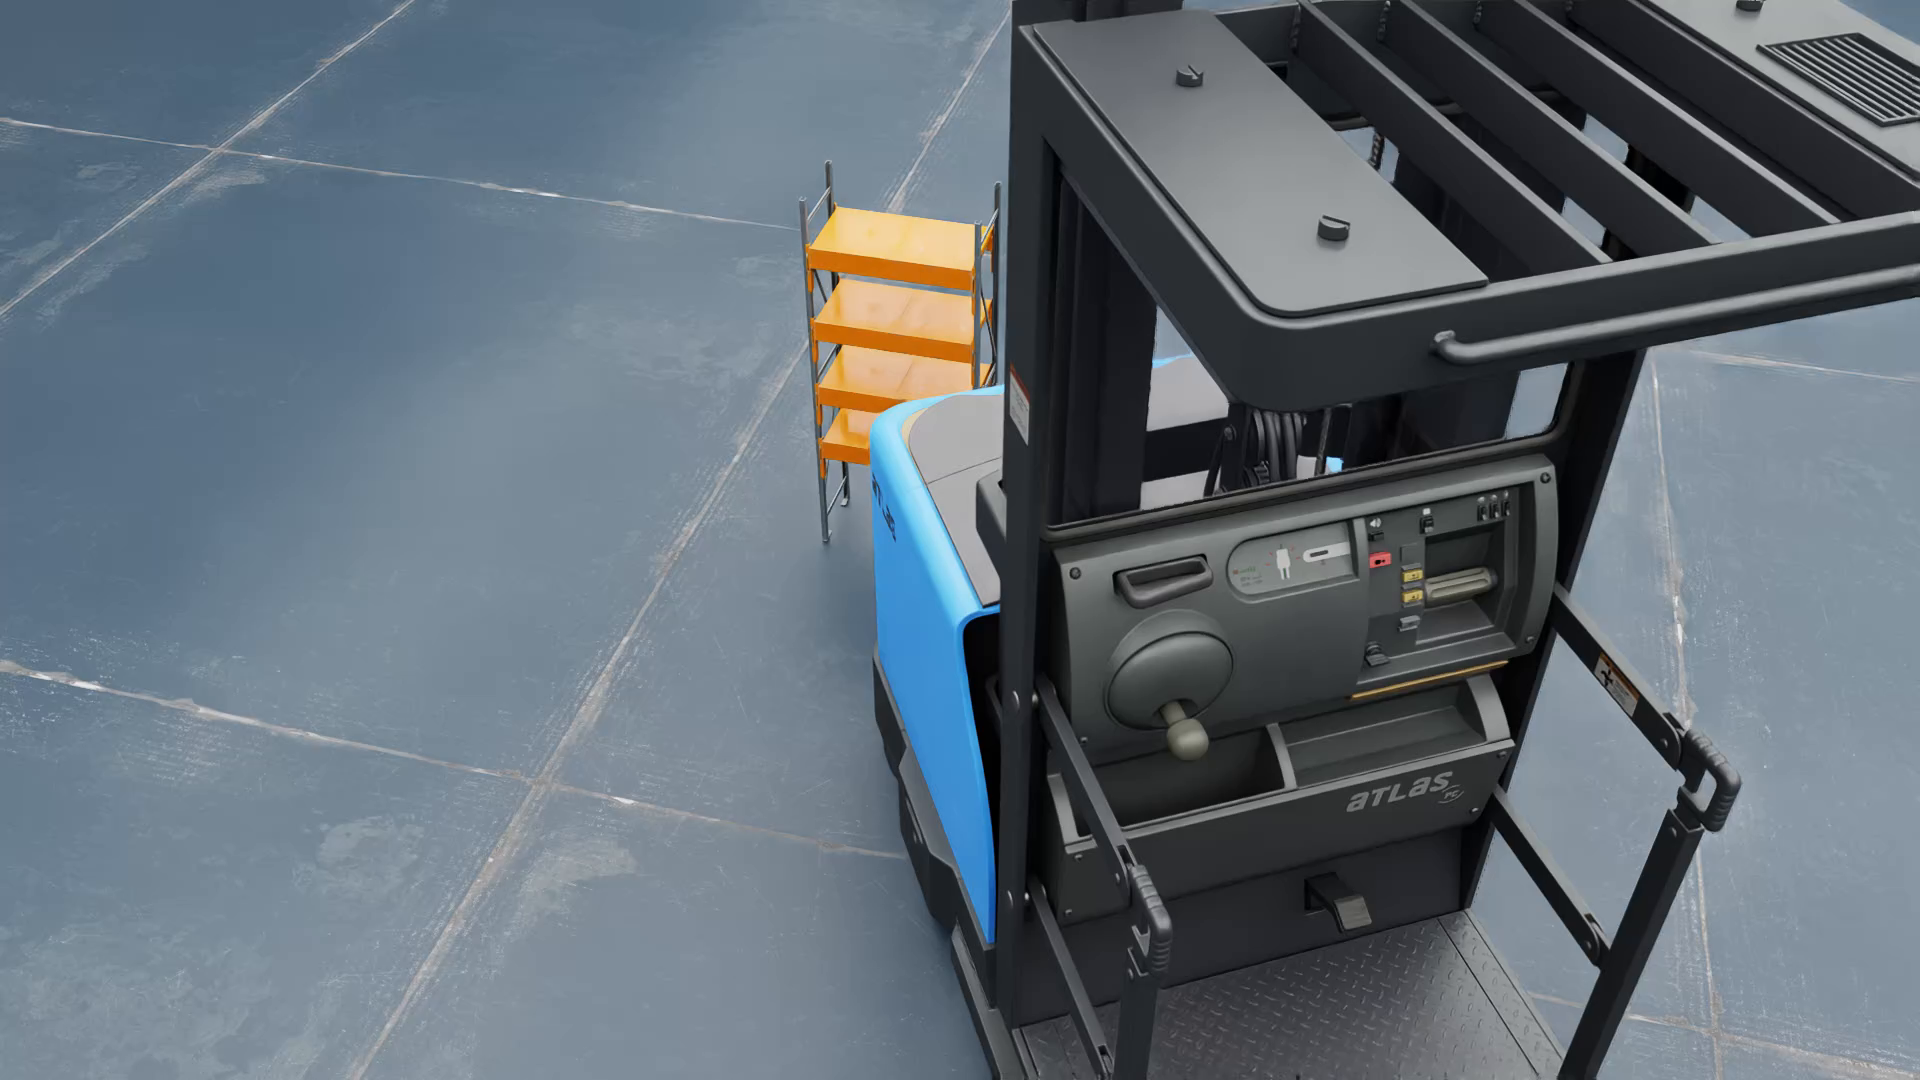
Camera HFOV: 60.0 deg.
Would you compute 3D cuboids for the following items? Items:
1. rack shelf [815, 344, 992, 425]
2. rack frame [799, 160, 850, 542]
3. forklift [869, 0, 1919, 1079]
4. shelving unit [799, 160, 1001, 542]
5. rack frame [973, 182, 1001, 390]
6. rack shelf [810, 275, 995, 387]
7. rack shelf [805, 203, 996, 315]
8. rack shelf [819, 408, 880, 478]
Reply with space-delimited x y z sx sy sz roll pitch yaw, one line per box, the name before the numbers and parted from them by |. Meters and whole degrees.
rack shelf | -0.160 -0.435 4.940 0.480 0.148 0.258 10 41 11
rack frame | -0.396 -0.528 4.945 0.015 1.200 0.240 10 41 11
forklift | 0.682 0.198 2.735 1.130 2.935 3.031 -11 41 -13
shelving unit | -0.160 -0.487 4.897 0.503 1.200 0.258 10 41 11
rack frame | 0.076 -0.446 4.849 0.015 1.200 0.240 10 41 11
rack shelf | -0.160 -0.607 4.796 0.480 0.148 0.258 10 41 11
rack shelf | -0.160 -0.788 4.644 0.480 0.148 0.258 10 41 11
rack shelf | -0.160 -0.283 5.068 0.480 0.148 0.258 10 41 11
